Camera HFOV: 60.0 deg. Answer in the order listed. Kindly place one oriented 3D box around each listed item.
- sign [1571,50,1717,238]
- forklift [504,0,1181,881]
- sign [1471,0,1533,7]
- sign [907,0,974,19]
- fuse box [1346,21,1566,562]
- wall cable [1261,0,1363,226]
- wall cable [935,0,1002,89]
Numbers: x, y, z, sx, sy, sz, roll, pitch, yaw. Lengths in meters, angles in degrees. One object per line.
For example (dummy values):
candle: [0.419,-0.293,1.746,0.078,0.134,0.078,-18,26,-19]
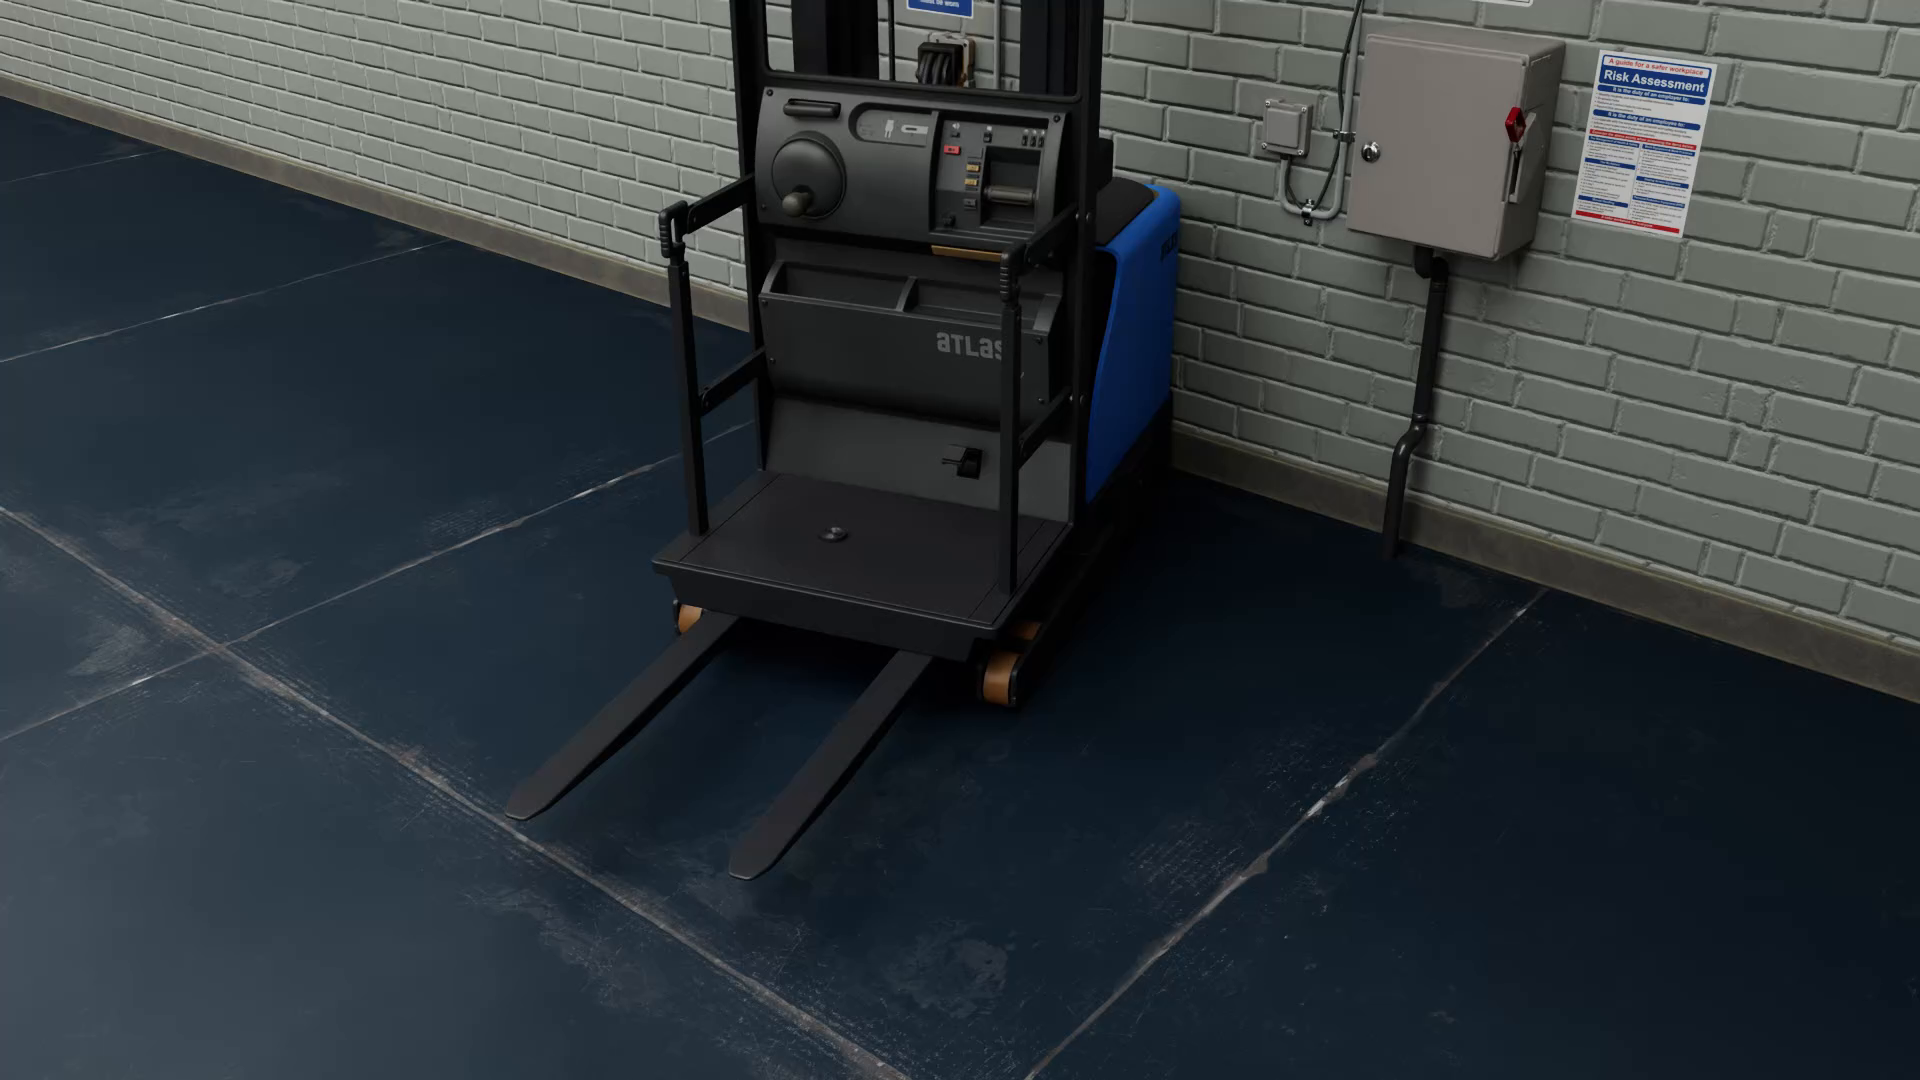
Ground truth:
sign: [1.964,-1.142,4.796,0.329,0.494,0.001,21,34,34]
forklift: [-0.229,-1.035,4.561,1.130,2.935,3.031,10,29,19]
sign: [1.540,-1.711,4.894,0.339,0.242,0.001,21,34,34]
sign: [-0.075,-2.076,6.205,0.327,0.218,0.001,21,34,34]
fuse box: [1.451,-0.682,5.207,0.539,1.711,0.414,21,34,34]
wall cable: [1.025,-1.961,5.171,0.588,1.984,0.122,21,34,34]
wall cable: [-0.077,-2.386,5.957,0.585,1.953,0.123,21,34,34]
